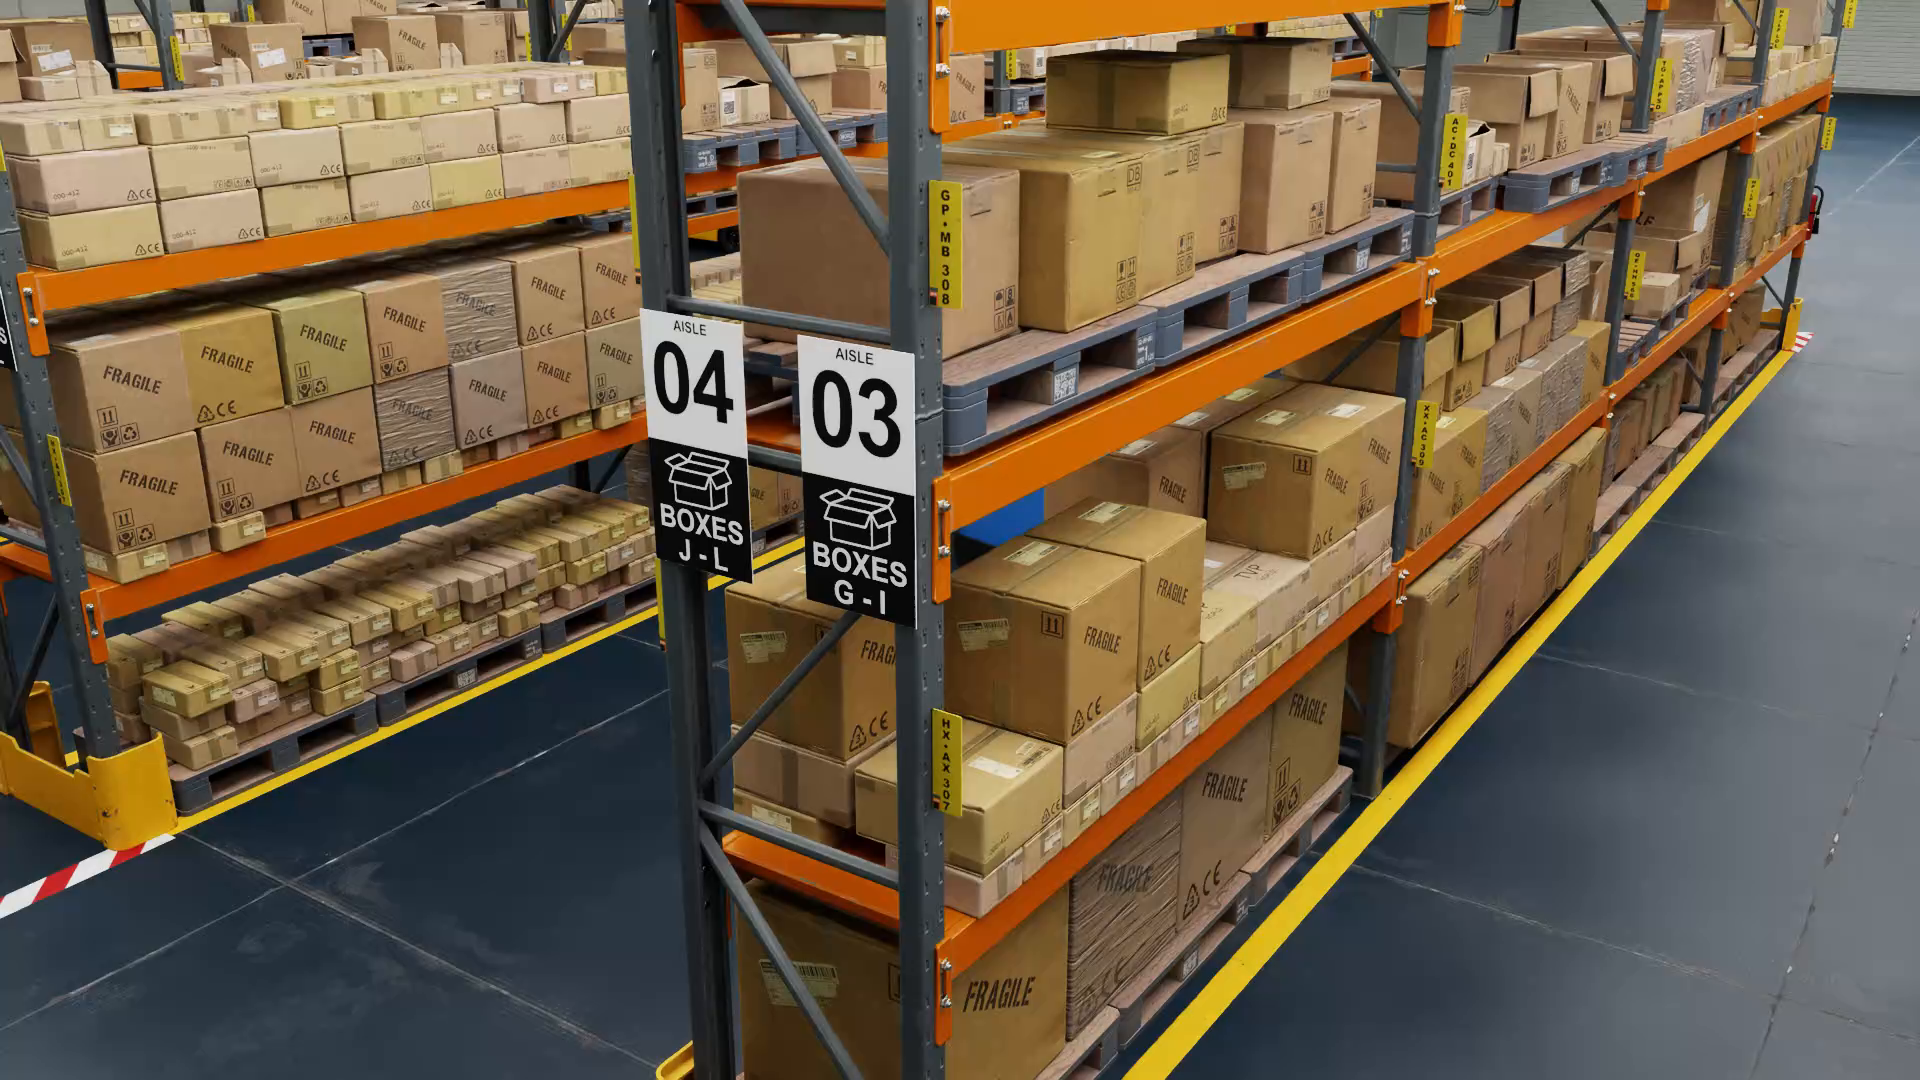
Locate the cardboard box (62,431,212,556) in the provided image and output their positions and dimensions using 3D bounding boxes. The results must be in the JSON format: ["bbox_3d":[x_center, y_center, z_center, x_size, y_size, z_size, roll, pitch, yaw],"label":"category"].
[{"bbox_3d":[-4.057,-0.276,8.114,0.500,0.500,0.500,15,25,34],"label":"cardboard box"}]

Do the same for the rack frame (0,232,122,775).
[{"bbox_3d":[-4.538,-0.015,7.981,1.000,3.000,0.127,13,24,32],"label":"rack frame"}]

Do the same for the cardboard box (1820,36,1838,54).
[{"bbox_3d":[8.604,-4.992,16.755,0.380,0.149,0.250,13,24,32],"label":"cardboard box"}]

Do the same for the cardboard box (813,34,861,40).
[{"bbox_3d":[-0.897,-3.832,12.729,0.396,0.266,0.258,13,24,32],"label":"cardboard box"}]

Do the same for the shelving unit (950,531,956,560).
[{"bbox_3d":[0.004,-0.705,12.010,0.431,1.500,0.755,13,24,32],"label":"shelving unit"}]

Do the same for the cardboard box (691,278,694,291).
[{"bbox_3d":[-2.075,-1.751,11.574,0.380,0.149,0.250,12,24,30],"label":"cardboard box"}]

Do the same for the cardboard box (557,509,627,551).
[{"bbox_3d":[-2.385,-0.067,10.770,0.380,0.149,0.250,14,24,32],"label":"cardboard box"}]

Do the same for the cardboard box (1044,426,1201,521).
[{"bbox_3d":[0.703,-0.209,7.214,0.500,0.500,0.500,12,24,30],"label":"cardboard box"}]

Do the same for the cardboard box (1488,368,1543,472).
[{"bbox_3d":[3.071,-0.733,9.780,0.500,0.500,0.500,14,24,33],"label":"cardboard box"}]

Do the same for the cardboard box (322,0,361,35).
[{"bbox_3d":[-7.489,-6.235,19.581,0.700,0.500,0.500,13,24,31],"label":"cardboard box"}]

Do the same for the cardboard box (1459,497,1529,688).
[{"bbox_3d":[2.601,0.189,9.886,1.225,0.875,0.875,12,24,30],"label":"cardboard box"}]

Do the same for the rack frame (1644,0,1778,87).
[{"bbox_3d":[6.253,-5.275,13.555,1.000,3.000,0.127,13,24,32],"label":"rack frame"}]

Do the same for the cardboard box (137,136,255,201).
[{"bbox_3d":[-3.784,-1.811,8.009,0.500,0.250,0.500,13,24,31],"label":"cardboard box"}]

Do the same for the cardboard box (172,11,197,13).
[{"bbox_3d":[-8.734,-5.825,18.577,0.380,0.149,0.250,12,24,30],"label":"cardboard box"}]

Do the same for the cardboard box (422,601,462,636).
[{"bbox_3d":[-3.183,0.422,9.875,0.380,0.149,0.250,15,25,34],"label":"cardboard box"}]

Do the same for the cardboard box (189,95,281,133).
[{"bbox_3d":[-3.602,-2.119,8.266,0.380,0.149,0.250,14,25,33],"label":"cardboard box"}]

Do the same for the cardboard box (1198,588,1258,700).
[{"bbox_3d":[0.862,0.383,6.694,0.500,0.250,0.500,13,24,31],"label":"cardboard box"}]

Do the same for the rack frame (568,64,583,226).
[{"bbox_3d":[-4.191,-3.246,16.718,1.000,3.000,0.127,13,24,32],"label":"rack frame"}]

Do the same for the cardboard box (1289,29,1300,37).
[{"bbox_3d":[3.408,-5.395,17.814,0.380,0.149,0.250,13,24,32],"label":"cardboard box"}]

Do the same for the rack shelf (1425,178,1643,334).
[{"bbox_3d":[2.880,-1.809,9.546,1.077,0.370,4.000,13,24,32],"label":"rack shelf"}]

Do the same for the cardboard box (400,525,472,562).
[{"bbox_3d":[-3.298,0.043,10.471,0.380,0.149,0.250,14,24,33],"label":"cardboard box"}]

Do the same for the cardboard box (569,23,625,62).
[{"bbox_3d":[-3.650,-4.970,16.910,0.700,0.500,0.500,13,24,32],"label":"cardboard box"}]

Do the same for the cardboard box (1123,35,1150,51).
[{"bbox_3d":[1.404,-4.521,15.218,0.500,0.311,0.500,12,24,30],"label":"cardboard box"}]

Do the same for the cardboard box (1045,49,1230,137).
[{"bbox_3d":[0.651,-1.645,6.091,0.500,0.250,0.500,12,24,30],"label":"cardboard box"}]

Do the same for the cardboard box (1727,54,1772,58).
[{"bbox_3d":[6.784,-4.108,14.364,0.380,0.149,0.250,12,23,29],"label":"cardboard box"}]

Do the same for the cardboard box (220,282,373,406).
[{"bbox_3d":[-3.477,-1.038,8.733,0.500,0.500,0.500,13,24,31],"label":"cardboard box"}]

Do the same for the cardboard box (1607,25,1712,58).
[{"bbox_3d":[5.378,-3.728,12.941,0.797,0.503,0.637,14,25,34],"label":"cardboard box"}]

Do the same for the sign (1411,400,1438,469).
[{"bbox_3d":[2.216,-0.501,7.935,0.100,0.325,0.005,13,24,32],"label":"sign"}]

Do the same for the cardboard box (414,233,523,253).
[{"bbox_3d":[-3.023,-1.584,10.209,0.500,0.500,0.500,12,24,30],"label":"cardboard box"}]

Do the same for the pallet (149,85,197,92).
[{"bbox_3d":[-5.965,-3.688,13.865,0.805,0.209,1.217,12,24,30],"label":"pallet"}]

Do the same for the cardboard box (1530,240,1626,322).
[{"bbox_3d":[4.506,-1.900,12.328,0.700,0.500,0.500,18,27,40],"label":"cardboard box"}]

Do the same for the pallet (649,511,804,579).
[{"bbox_3d":[-1.853,-0.078,12.172,1.003,0.211,1.213,13,24,32],"label":"pallet"}]

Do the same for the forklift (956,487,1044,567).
[{"bbox_3d":[1.369,-0.897,10.465,1.130,2.935,3.031,-19,28,-41],"label":"forklift"}]

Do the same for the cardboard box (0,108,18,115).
[{"bbox_3d":[-4.594,-1.925,7.743,0.380,0.149,0.250,13,24,31],"label":"cardboard box"}]

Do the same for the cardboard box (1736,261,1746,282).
[{"bbox_3d":[6.774,-2.416,14.834,0.380,0.149,0.250,13,24,32],"label":"cardboard box"}]

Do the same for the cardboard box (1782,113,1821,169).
[{"bbox_3d":[8.397,-4.058,16.899,0.500,0.500,0.500,13,24,32],"label":"cardboard box"}]

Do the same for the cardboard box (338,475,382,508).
[{"bbox_3d":[-3.413,-0.313,9.150,0.380,0.149,0.250,13,24,31],"label":"cardboard box"}]

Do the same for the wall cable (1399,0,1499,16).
[{"bbox_3d":[14.676,-17.037,49.828,3.097,2.526,0.112,13,24,32],"label":"wall cable"}]

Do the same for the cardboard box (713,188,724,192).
[{"bbox_3d":[-2.822,-3.926,18.312,0.380,0.149,0.250,12,24,30],"label":"cardboard box"}]

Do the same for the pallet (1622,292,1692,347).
[{"bbox_3d":[5.084,-1.800,13.083,1.003,0.211,1.213,13,24,32],"label":"pallet"}]

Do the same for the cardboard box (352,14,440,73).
[{"bbox_3d":[-4.942,-4.335,14.587,0.500,0.500,0.500,14,24,32],"label":"cardboard box"}]

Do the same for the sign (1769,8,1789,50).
[{"bbox_3d":[6.714,-4.188,13.627,0.100,0.325,0.005,13,24,32],"label":"sign"}]

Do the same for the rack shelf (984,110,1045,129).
[{"bbox_3d":[1.084,-3.953,15.342,1.077,0.370,4.000,13,24,32],"label":"rack shelf"}]

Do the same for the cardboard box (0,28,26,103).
[{"bbox_3d":[-7.171,-3.405,11.923,0.797,0.503,0.637,16,25,36],"label":"cardboard box"}]

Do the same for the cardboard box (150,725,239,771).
[{"bbox_3d":[-3.979,1.038,8.640,0.380,0.149,0.250,14,24,33],"label":"cardboard box"}]

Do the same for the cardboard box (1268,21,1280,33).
[{"bbox_3d":[2.997,-5.408,17.277,0.500,0.250,0.500,13,24,31],"label":"cardboard box"}]

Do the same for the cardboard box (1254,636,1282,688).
[{"bbox_3d":[1.133,0.472,7.027,0.380,0.149,0.250,13,24,31],"label":"cardboard box"}]

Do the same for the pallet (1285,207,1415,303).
[{"bbox_3d":[1.287,-1.299,7.256,1.003,0.211,1.213,13,24,32],"label":"pallet"}]

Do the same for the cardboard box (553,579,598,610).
[{"bbox_3d":[-2.538,0.303,10.625,0.380,0.149,0.250,12,24,30],"label":"cardboard box"}]

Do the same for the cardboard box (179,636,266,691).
[{"bbox_3d":[-3.907,0.660,8.804,0.380,0.149,0.250,14,24,33],"label":"cardboard box"}]

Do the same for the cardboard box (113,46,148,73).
[{"bbox_3d":[-8.949,-5.067,17.533,0.500,0.250,0.500,13,24,32],"label":"cardboard box"}]

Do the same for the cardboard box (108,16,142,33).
[{"bbox_3d":[-8.837,-5.421,17.484,0.380,0.149,0.250,13,24,31],"label":"cardboard box"}]

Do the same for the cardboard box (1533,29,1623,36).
[{"bbox_3d":[4.345,-3.337,11.774,0.500,0.500,0.500,13,24,32],"label":"cardboard box"}]
